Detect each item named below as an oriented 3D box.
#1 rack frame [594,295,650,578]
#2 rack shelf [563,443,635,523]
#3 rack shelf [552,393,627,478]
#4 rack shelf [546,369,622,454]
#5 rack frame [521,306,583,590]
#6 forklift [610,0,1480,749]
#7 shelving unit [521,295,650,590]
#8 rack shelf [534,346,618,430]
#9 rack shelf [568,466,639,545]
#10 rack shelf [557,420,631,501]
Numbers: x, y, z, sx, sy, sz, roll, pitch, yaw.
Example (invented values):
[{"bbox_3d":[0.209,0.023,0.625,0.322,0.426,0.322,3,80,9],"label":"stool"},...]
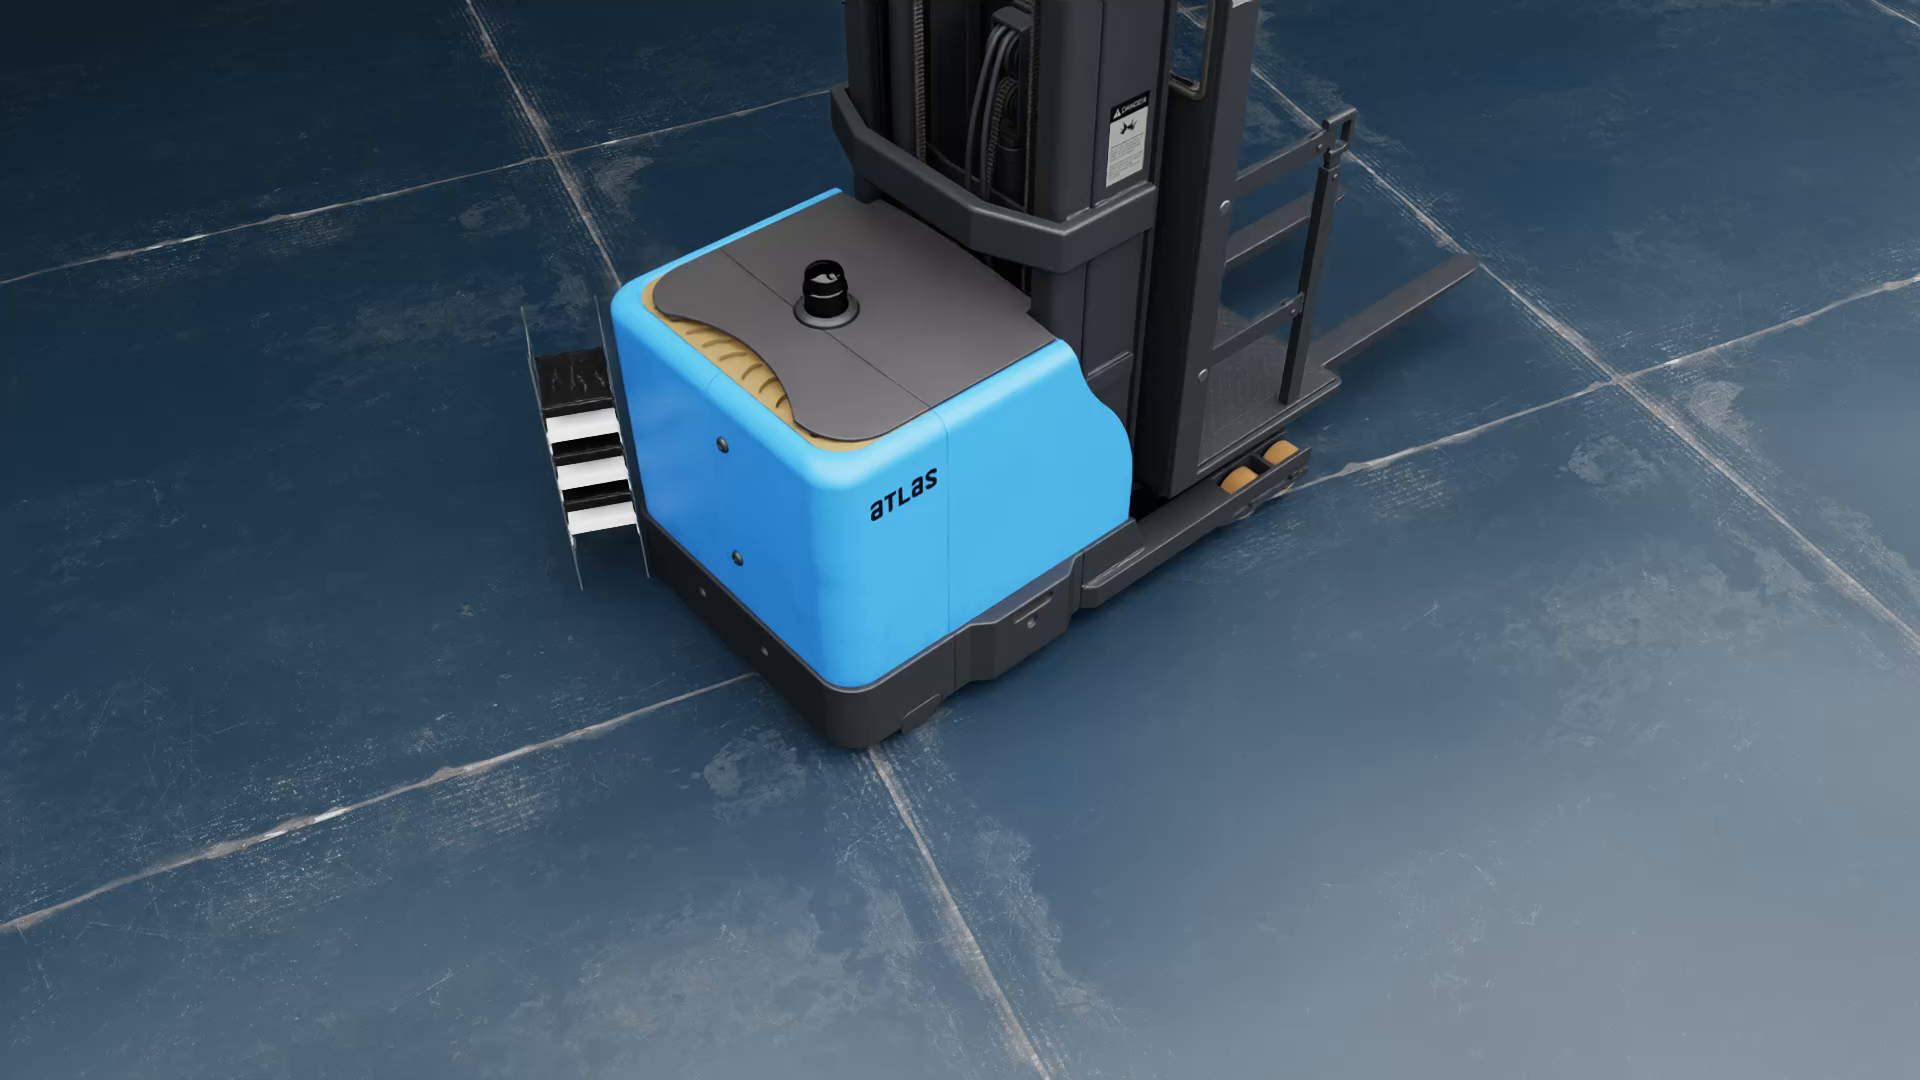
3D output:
[{"bbox_3d":[-0.992,-0.285,4.898,0.006,0.900,0.240,-11,46,-11],"label":"rack frame"},{"bbox_3d":[-1.090,-0.178,4.966,0.200,0.077,0.258,-11,46,-11],"label":"rack shelf"},{"bbox_3d":[-1.090,-0.307,4.839,0.200,0.077,0.258,-11,46,-11],"label":"rack shelf"},{"bbox_3d":[-1.090,-0.371,4.776,0.200,0.077,0.258,-11,46,-11],"label":"rack shelf"},{"bbox_3d":[-1.189,-0.248,4.860,0.006,0.900,0.240,-11,46,-11],"label":"rack frame"},{"bbox_3d":[0.500,-1.363,4.544,3.031,2.935,1.130,-31,53,-28],"label":"forklift"},{"bbox_3d":[-1.090,-0.266,4.879,0.210,0.900,0.258,-11,46,-11],"label":"shelving unit"},{"bbox_3d":[-1.090,-0.435,4.713,0.200,0.077,0.258,-11,46,-11],"label":"rack shelf"},{"bbox_3d":[-1.090,-0.114,5.029,0.200,0.077,0.258,-11,46,-11],"label":"rack shelf"},{"bbox_3d":[-1.090,-0.242,4.902,0.200,0.077,0.258,-11,46,-11],"label":"rack shelf"}]
